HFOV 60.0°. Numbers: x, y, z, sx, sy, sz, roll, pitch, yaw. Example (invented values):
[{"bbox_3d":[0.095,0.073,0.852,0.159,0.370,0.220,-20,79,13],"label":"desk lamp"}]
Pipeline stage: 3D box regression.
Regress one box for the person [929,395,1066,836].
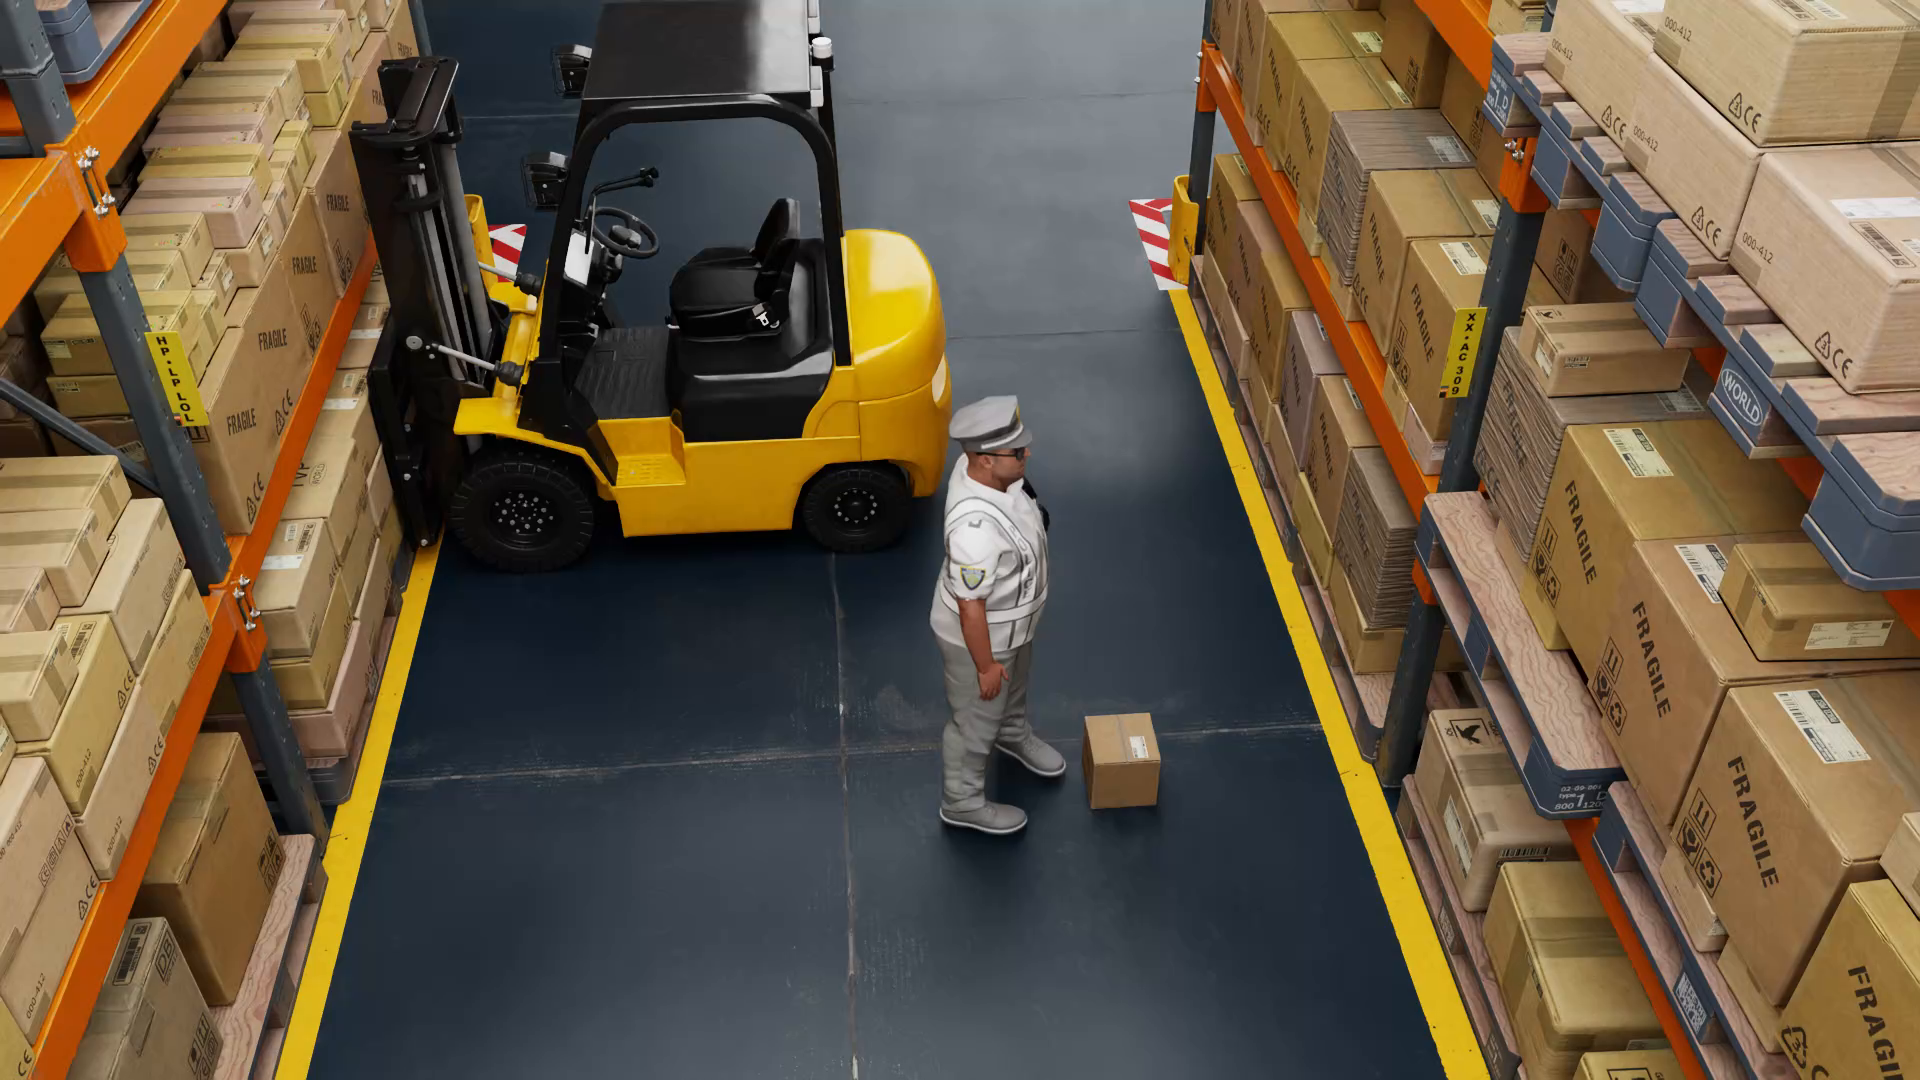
[{"bbox_3d":[0.146,0.270,5.776,0.491,1.777,0.578,5,39,6],"label":"person"}]
